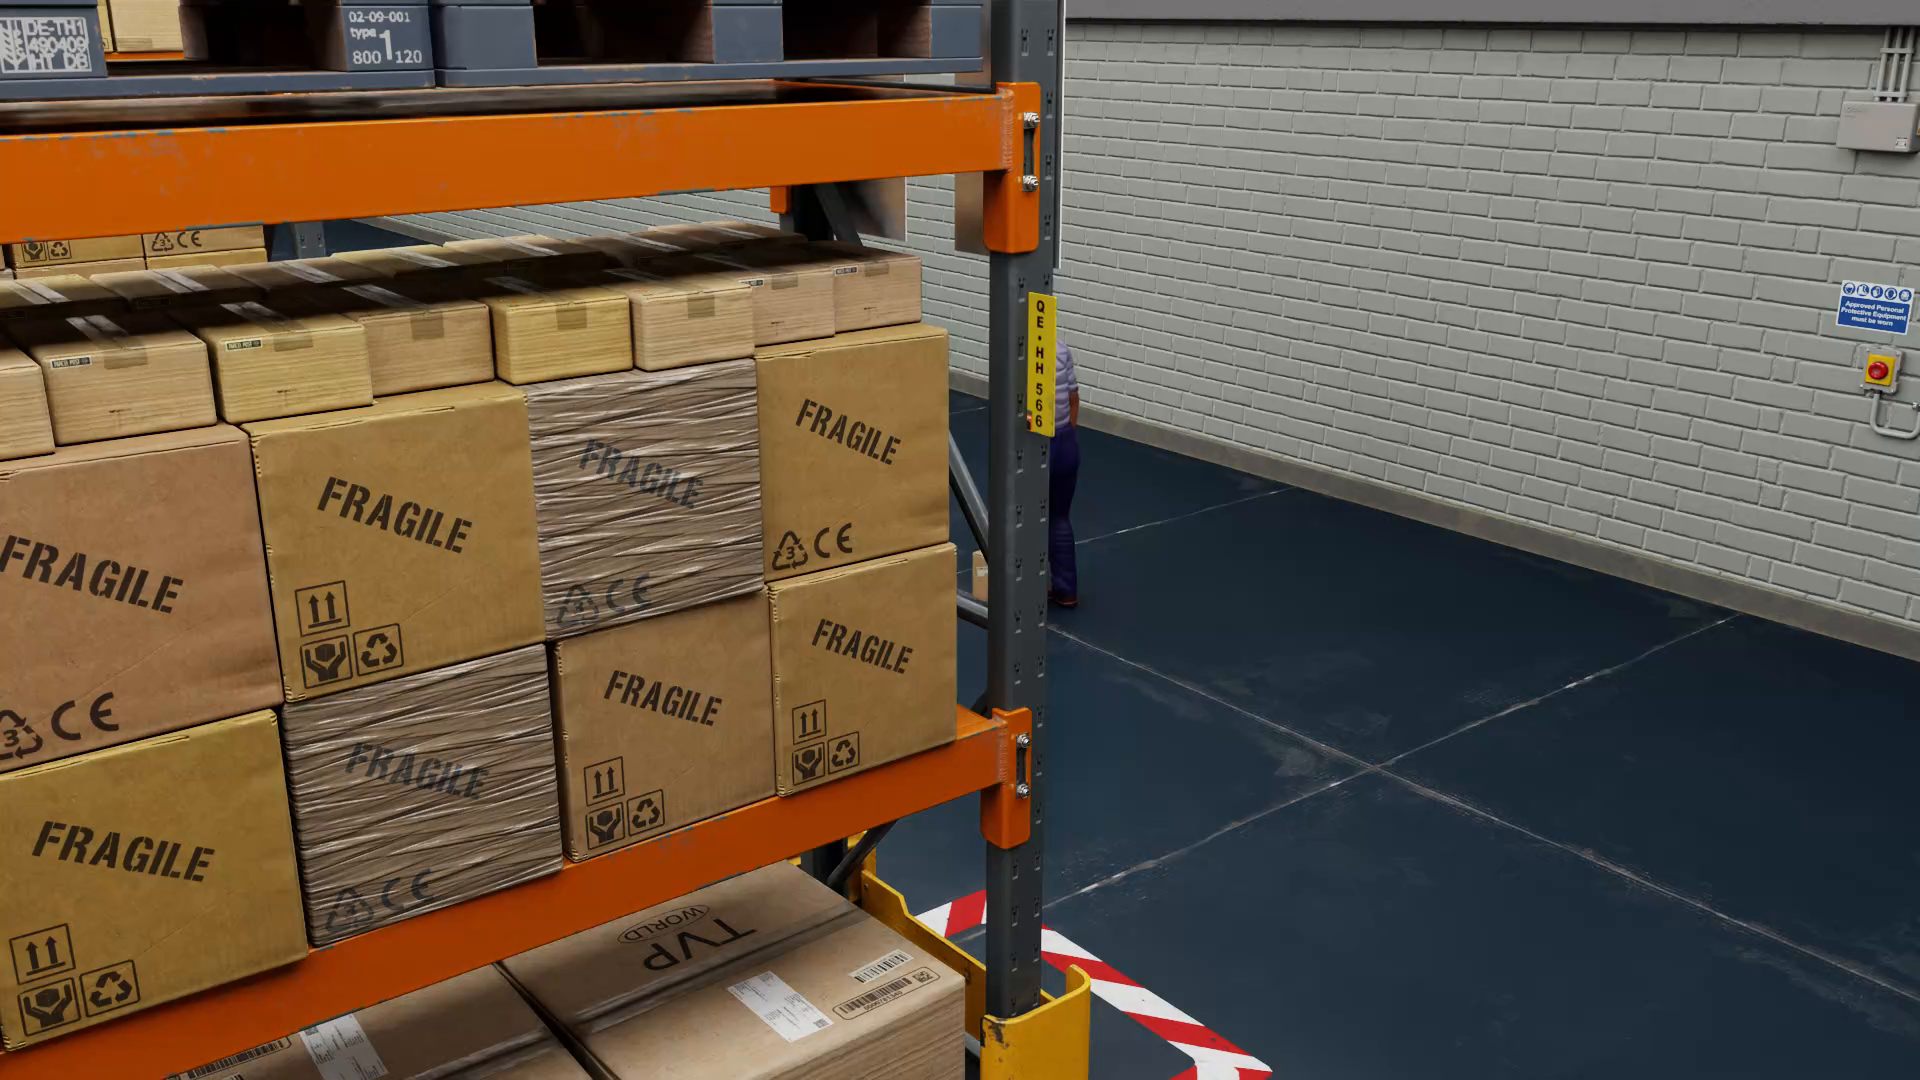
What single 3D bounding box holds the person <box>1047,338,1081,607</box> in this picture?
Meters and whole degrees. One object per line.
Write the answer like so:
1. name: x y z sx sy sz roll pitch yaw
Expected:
1. person: 0.390 -0.417 8.385 0.560 1.638 0.366 -15 23 -38
